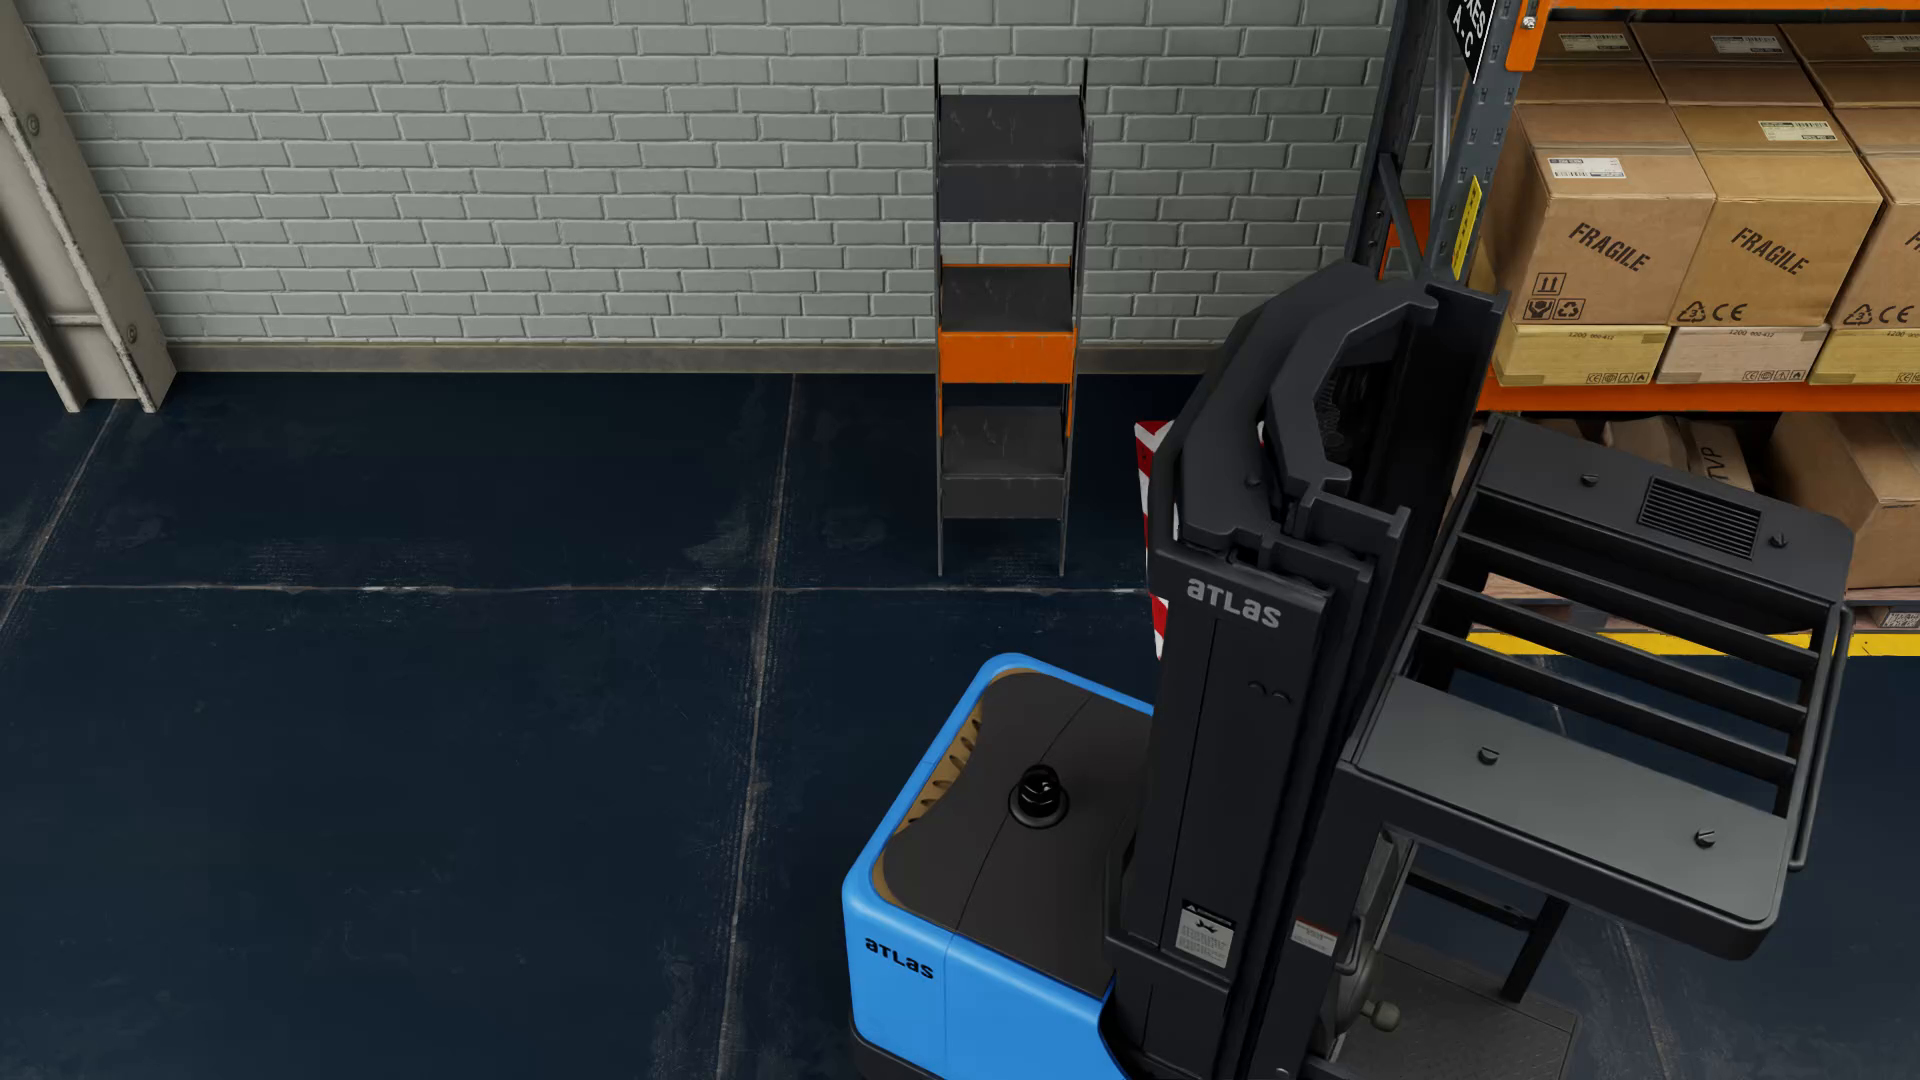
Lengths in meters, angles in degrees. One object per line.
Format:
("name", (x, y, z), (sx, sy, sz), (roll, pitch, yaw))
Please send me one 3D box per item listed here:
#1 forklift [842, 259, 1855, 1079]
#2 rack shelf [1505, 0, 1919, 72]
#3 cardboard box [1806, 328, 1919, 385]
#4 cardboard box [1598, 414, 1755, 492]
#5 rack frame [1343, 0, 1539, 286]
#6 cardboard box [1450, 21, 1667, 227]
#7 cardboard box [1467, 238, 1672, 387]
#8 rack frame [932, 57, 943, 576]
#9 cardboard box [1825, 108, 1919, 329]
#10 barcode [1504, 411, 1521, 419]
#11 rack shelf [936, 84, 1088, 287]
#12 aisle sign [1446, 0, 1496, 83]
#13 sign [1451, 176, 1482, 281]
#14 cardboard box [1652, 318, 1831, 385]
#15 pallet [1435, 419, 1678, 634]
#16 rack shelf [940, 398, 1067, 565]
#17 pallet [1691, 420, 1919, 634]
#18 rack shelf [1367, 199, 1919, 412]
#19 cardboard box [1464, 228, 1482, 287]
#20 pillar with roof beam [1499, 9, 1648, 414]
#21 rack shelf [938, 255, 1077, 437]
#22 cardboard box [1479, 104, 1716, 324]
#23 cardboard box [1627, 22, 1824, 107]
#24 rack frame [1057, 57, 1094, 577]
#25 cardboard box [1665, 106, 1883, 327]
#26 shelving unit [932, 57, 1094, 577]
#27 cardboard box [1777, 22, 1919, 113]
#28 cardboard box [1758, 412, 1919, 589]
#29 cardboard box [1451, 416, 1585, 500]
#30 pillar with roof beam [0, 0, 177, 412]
("forklift", (1.211, 0.864, 4.024), (3.031, 2.935, 1.130), (21, 50, 18))
("rack shelf", (3.545, -1.824, 4.922), (4.000, 0.370, 1.077), (0, 47, 0))
("cardboard box", (3.060, -0.778, 5.595), (0.500, 0.250, 0.500), (-1, 47, 0))
("cardboard box", (2.806, -0.217, 6.520), (0.500, 0.311, 0.500), (4, 47, 3))
("rack frame", (1.545, -1.053, 5.761), (0.127, 3.000, 1.000), (0, 47, 0))
("cardboard box", (2.017, -1.418, 5.678), (0.500, 0.500, 0.500), (0, 47, 0))
("cardboard box", (2.031, -0.775, 5.592), (0.500, 0.250, 0.500), (-1, 47, -1))
("rack frame", (-0.078, -0.716, 6.062), (0.015, 2.100, 0.400), (0, 47, 0))
("cardboard box", (3.032, -1.028, 5.315), (0.500, 0.500, 0.500), (-1, 47, -1))
("barcode", (2.256, -0.515, 6.791), (0.075, 0.075, 0.001), (0, 47, 0))
("rack shelf", (0.166, -1.183, 5.559), (0.480, 0.518, 0.431), (0, 47, 0))
("aisle sign", (1.472, -1.719, 4.606), (0.004, 0.787, 0.394), (0, 47, 0))
("sign", (1.543, -0.951, 5.075), (0.005, 0.325, 0.100), (0, 47, 0))
("cardboard box", (2.551, -0.784, 5.600), (0.500, 0.250, 0.500), (-1, 47, -1))
("pallet", (2.433, -0.074, 6.756), (1.213, 0.211, 1.003), (0, 47, 0))
("rack shelf", (0.166, -0.229, 6.584), (0.480, 0.518, 0.431), (0, 47, 0))
("pallet", (3.650, -0.069, 6.751), (1.213, 0.211, 1.003), (0, 47, 0))
("rack shelf", (3.545, -0.802, 6.020), (4.000, 0.370, 1.077), (0, 47, 0))
("cardboard box", (2.013, -1.149, 5.940), (0.500, 0.250, 0.500), (1, 47, 1))
("pillar with roof beam", (2.232, -0.577, 1.220), (0.400, 9.000, 9.100), (0, 47, 0))
("rack shelf", (0.166, -0.706, 6.072), (0.480, 0.518, 0.431), (0, 47, 0))
("cardboard box", (2.021, -1.043, 5.329), (0.500, 0.500, 0.500), (0, 47, 0))
("cardboard box", (2.520, -1.410, 5.670), (0.500, 0.500, 0.500), (1, 47, 1))
("rack frame", (0.410, -0.714, 6.061), (0.015, 2.100, 0.400), (0, 47, 0))
("cardboard box", (2.515, -1.034, 5.321), (0.500, 0.500, 0.500), (0, 47, 0))
("shelving unit", (0.166, -0.715, 6.062), (0.503, 2.100, 0.431), (0, 47, 0))
("cardboard box", (3.037, -1.411, 5.672), (0.500, 0.500, 0.500), (-1, 47, -1))
("cardboard box", (3.540, -0.243, 6.415), (0.500, 0.500, 0.700), (-3, 47, -2))
("cardboard box", (2.236, -0.219, 6.522), (0.500, 0.311, 0.500), (-5, 47, -4))
("pillar with roof beam", (-3.768, -0.593, 1.235), (0.400, 9.000, 9.100), (0, 47, 0))
